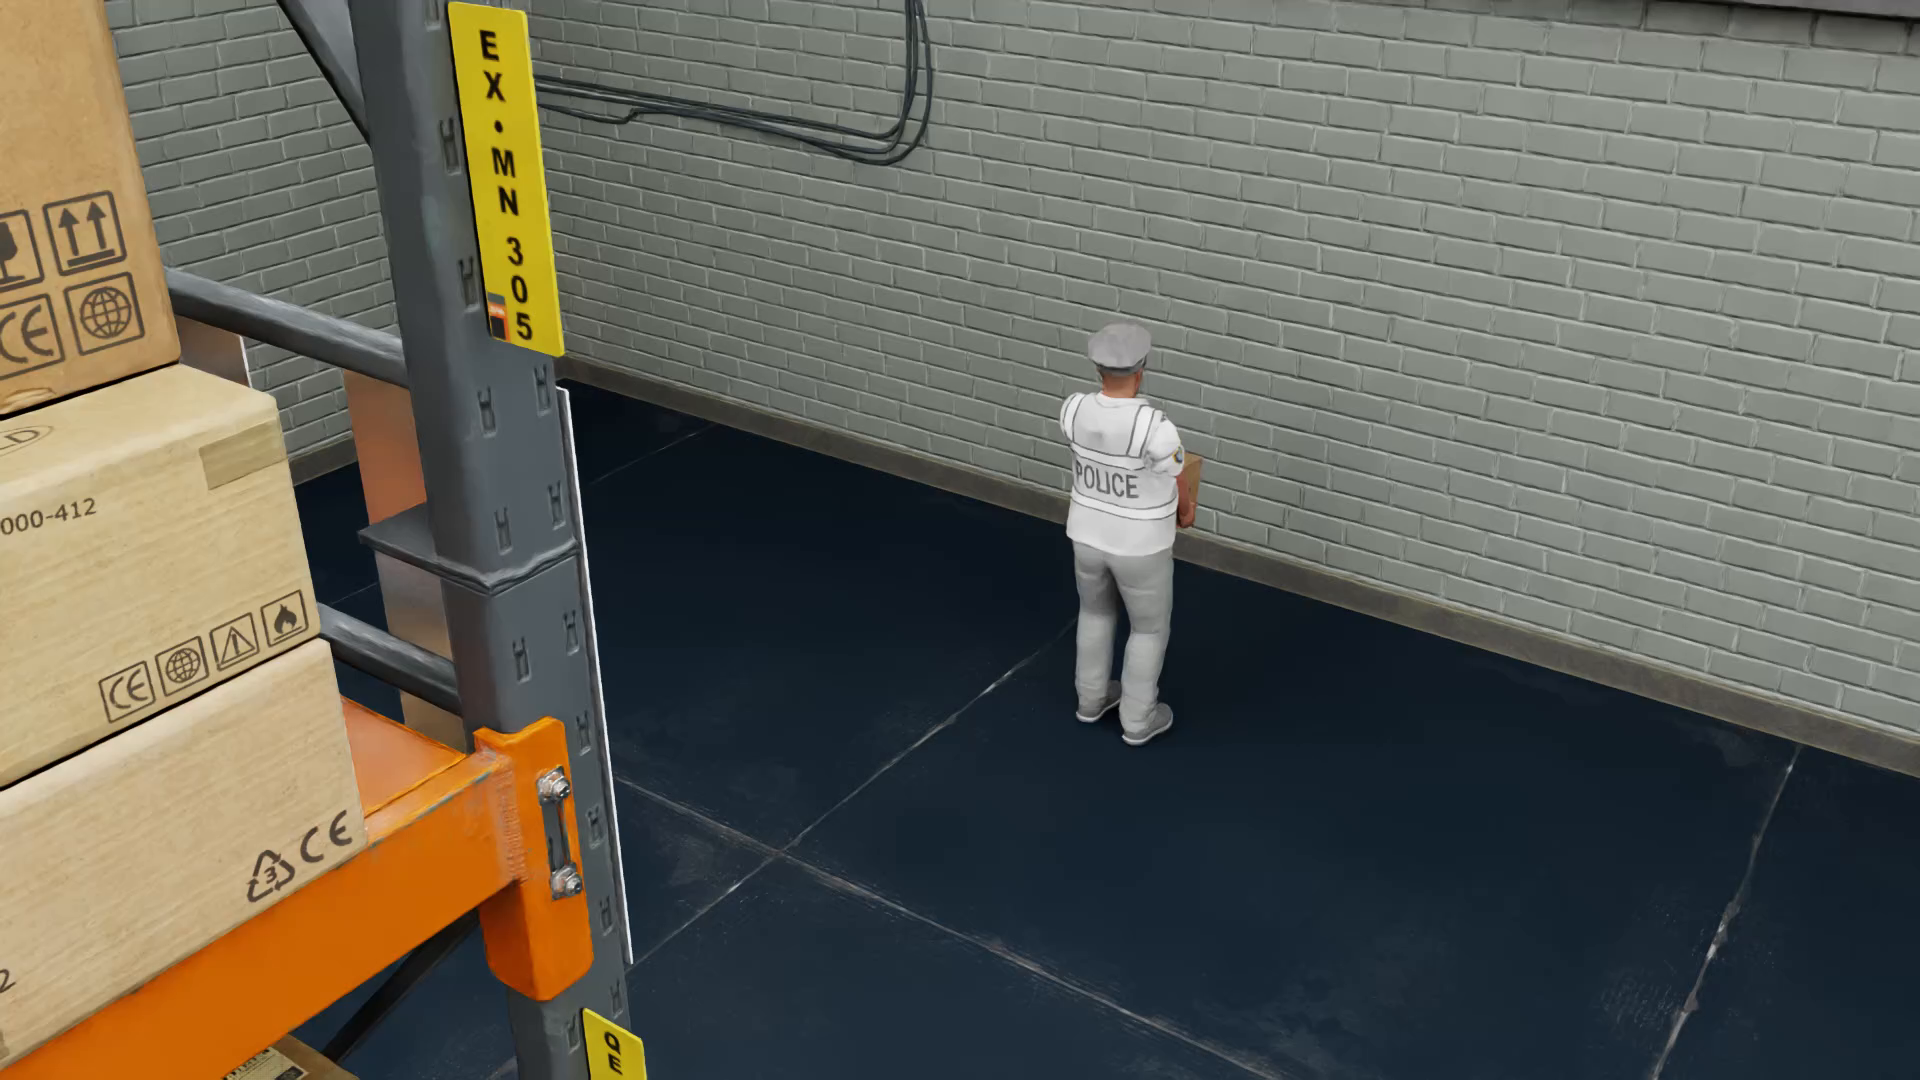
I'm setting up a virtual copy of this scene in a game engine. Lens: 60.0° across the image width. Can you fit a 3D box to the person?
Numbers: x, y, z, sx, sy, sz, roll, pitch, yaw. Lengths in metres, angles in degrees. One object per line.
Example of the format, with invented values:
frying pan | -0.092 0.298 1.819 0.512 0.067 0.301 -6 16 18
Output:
person | 0.681 -0.047 6.686 0.490 1.771 0.566 17 32 31
